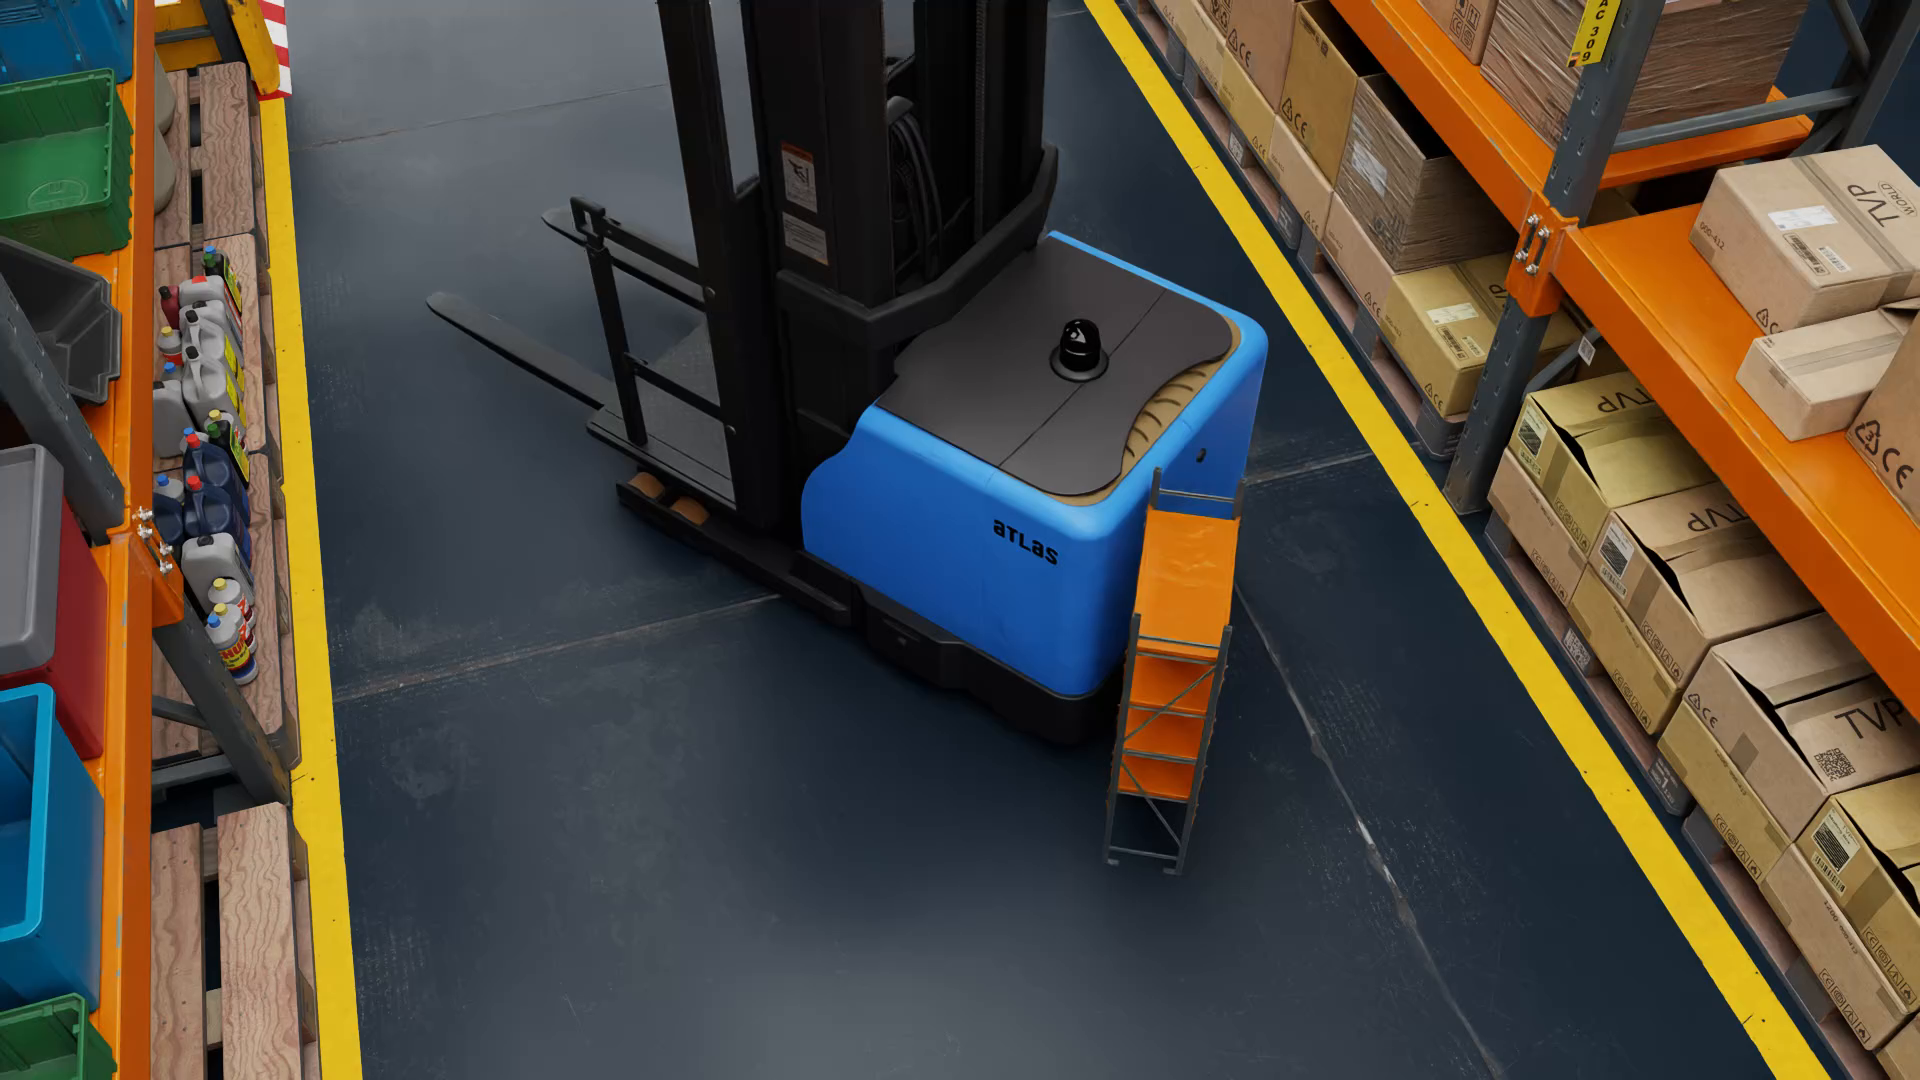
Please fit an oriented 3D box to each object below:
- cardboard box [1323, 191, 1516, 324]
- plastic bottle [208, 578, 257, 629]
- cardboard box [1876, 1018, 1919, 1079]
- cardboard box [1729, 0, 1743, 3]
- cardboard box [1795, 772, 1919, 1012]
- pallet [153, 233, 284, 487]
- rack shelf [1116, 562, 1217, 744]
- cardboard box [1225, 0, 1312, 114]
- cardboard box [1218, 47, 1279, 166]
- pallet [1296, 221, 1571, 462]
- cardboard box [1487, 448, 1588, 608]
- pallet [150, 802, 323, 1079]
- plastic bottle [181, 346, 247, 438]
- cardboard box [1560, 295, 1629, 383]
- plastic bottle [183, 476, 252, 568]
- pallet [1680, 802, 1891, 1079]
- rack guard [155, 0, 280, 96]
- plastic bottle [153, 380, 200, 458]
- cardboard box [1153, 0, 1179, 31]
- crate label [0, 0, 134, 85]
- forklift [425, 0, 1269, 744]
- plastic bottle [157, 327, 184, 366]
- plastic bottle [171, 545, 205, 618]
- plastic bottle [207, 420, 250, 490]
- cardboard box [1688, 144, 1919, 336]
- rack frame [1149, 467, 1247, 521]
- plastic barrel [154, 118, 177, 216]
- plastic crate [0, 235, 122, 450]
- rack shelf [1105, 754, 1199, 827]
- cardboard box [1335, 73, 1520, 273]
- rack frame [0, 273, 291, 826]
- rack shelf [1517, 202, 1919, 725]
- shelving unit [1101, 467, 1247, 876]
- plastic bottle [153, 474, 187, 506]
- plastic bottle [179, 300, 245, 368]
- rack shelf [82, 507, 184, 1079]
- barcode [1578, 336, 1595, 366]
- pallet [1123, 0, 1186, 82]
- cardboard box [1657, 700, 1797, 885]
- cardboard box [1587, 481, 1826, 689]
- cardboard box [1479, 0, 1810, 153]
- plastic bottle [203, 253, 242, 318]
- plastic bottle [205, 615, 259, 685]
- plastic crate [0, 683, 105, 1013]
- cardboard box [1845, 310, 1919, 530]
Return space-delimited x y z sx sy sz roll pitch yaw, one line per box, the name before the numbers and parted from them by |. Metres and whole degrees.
cardboard box | 1.716 -1.108 6.246 0.500 0.250 0.500 -13 51 -11
plastic bottle | -2.268 0.195 5.167 0.097 0.201 0.097 0 50 0
cardboard box | 2.693 1.397 4.134 0.500 0.250 0.500 -12 51 -10
cardboard box | 2.306 -1.684 4.718 0.380 0.149 0.250 -13 51 -11
cardboard box | 2.541 0.848 4.230 0.500 0.311 0.500 -12 51 -10
pallet | -3.055 -0.579 6.100 1.003 0.211 1.213 -13 51 -11
rack shelf | 0.581 0.299 4.508 0.258 0.148 0.480 8 50 7
cardboard box | 1.405 -2.077 6.572 0.500 0.500 0.500 -13 51 -11
cardboard box | 1.406 -1.835 6.859 0.500 0.250 0.500 -13 51 -11
pallet | 2.006 -0.894 6.365 1.003 0.211 1.213 -13 51 -11
cardboard box | 2.083 -0.101 5.397 0.500 0.250 0.500 -14 51 -12
pallet | -2.263 1.378 4.450 1.003 0.211 1.213 -13 51 -11
plastic bottle | -2.556 -0.505 5.659 0.144 0.351 0.185 -14 51 -11
cardboard box | 2.353 -0.859 6.036 0.500 0.250 0.500 -13 51 -11
plastic bottle | -2.375 -0.057 5.281 0.144 0.351 0.185 -12 51 -10
pallet | 2.820 1.118 4.669 1.003 0.211 1.213 -13 51 -11
rack guard | -3.648 -2.156 7.241 1.175 0.500 0.348 -13 51 -11
plastic bottle | -2.690 -0.429 5.643 0.152 0.276 0.135 -13 51 -11
cardboard box | 1.115 -2.567 7.476 0.500 0.250 0.500 -13 51 -11
crate label | -2.912 -1.735 5.228 0.502 0.435 0.616 -13 51 -11
forklift | -0.572 -1.233 4.872 3.031 2.935 1.130 28 55 22
plastic bottle | -2.777 -0.671 5.896 0.097 0.201 0.097 0 50 0
plastic bottle | -2.431 0.111 5.183 0.061 0.283 0.133 -13 51 -11
plastic bottle | -2.439 -0.303 5.532 0.061 0.283 0.133 -11 51 -9
cardboard box | 2.388 -0.804 4.564 0.500 0.250 0.500 -10 51 -9
rack frame | 0.624 0.217 4.783 0.240 1.200 0.015 8 50 7
plastic barrel | -3.299 -1.511 6.414 0.421 0.512 0.421 0 50 0
plastic crate | -2.566 -0.476 4.230 0.767 0.338 0.504 -13 51 -11
rack shelf | 0.581 0.571 4.831 0.258 0.148 0.480 8 50 7
cardboard box | 1.718 -1.350 5.960 0.500 0.500 0.500 -13 51 -11
rack frame | -2.532 -0.085 3.860 1.000 3.000 0.127 -13 51 -11
rack shelf | 2.792 0.490 3.845 1.077 0.370 4.000 -13 51 -11
shelving unit | 0.581 0.400 4.628 0.258 1.200 0.503 8 50 7
plastic bottle | -2.533 -0.110 5.377 0.097 0.271 0.097 0 50 0
plastic bottle | -2.664 -0.737 5.903 0.152 0.276 0.135 -15 51 -12
rack shelf | -1.941 1.607 2.903 1.077 0.370 4.000 -13 51 -11
barcode | 1.878 -0.567 4.986 0.001 0.075 0.075 -13 51 -11
pallet | 1.284 -2.676 7.868 1.003 0.211 1.213 -13 51 -11
cardboard box | 2.389 0.650 4.763 0.500 0.250 0.500 -15 51 -12
cardboard box | 2.228 0.093 4.867 0.500 0.311 0.500 -14 51 -11
cardboard box | 2.063 -1.557 5.036 0.700 0.500 0.500 -15 51 -12
plastic bottle | -2.701 -0.949 6.077 0.061 0.283 0.133 -12 51 -10
plastic bottle | -2.208 0.321 5.015 0.097 0.271 0.097 0 50 0
plastic crate | -1.909 0.655 3.246 0.392 0.384 0.575 -13 51 -11
cardboard box | 2.568 -0.285 3.963 0.500 0.500 0.500 -10 51 -8
